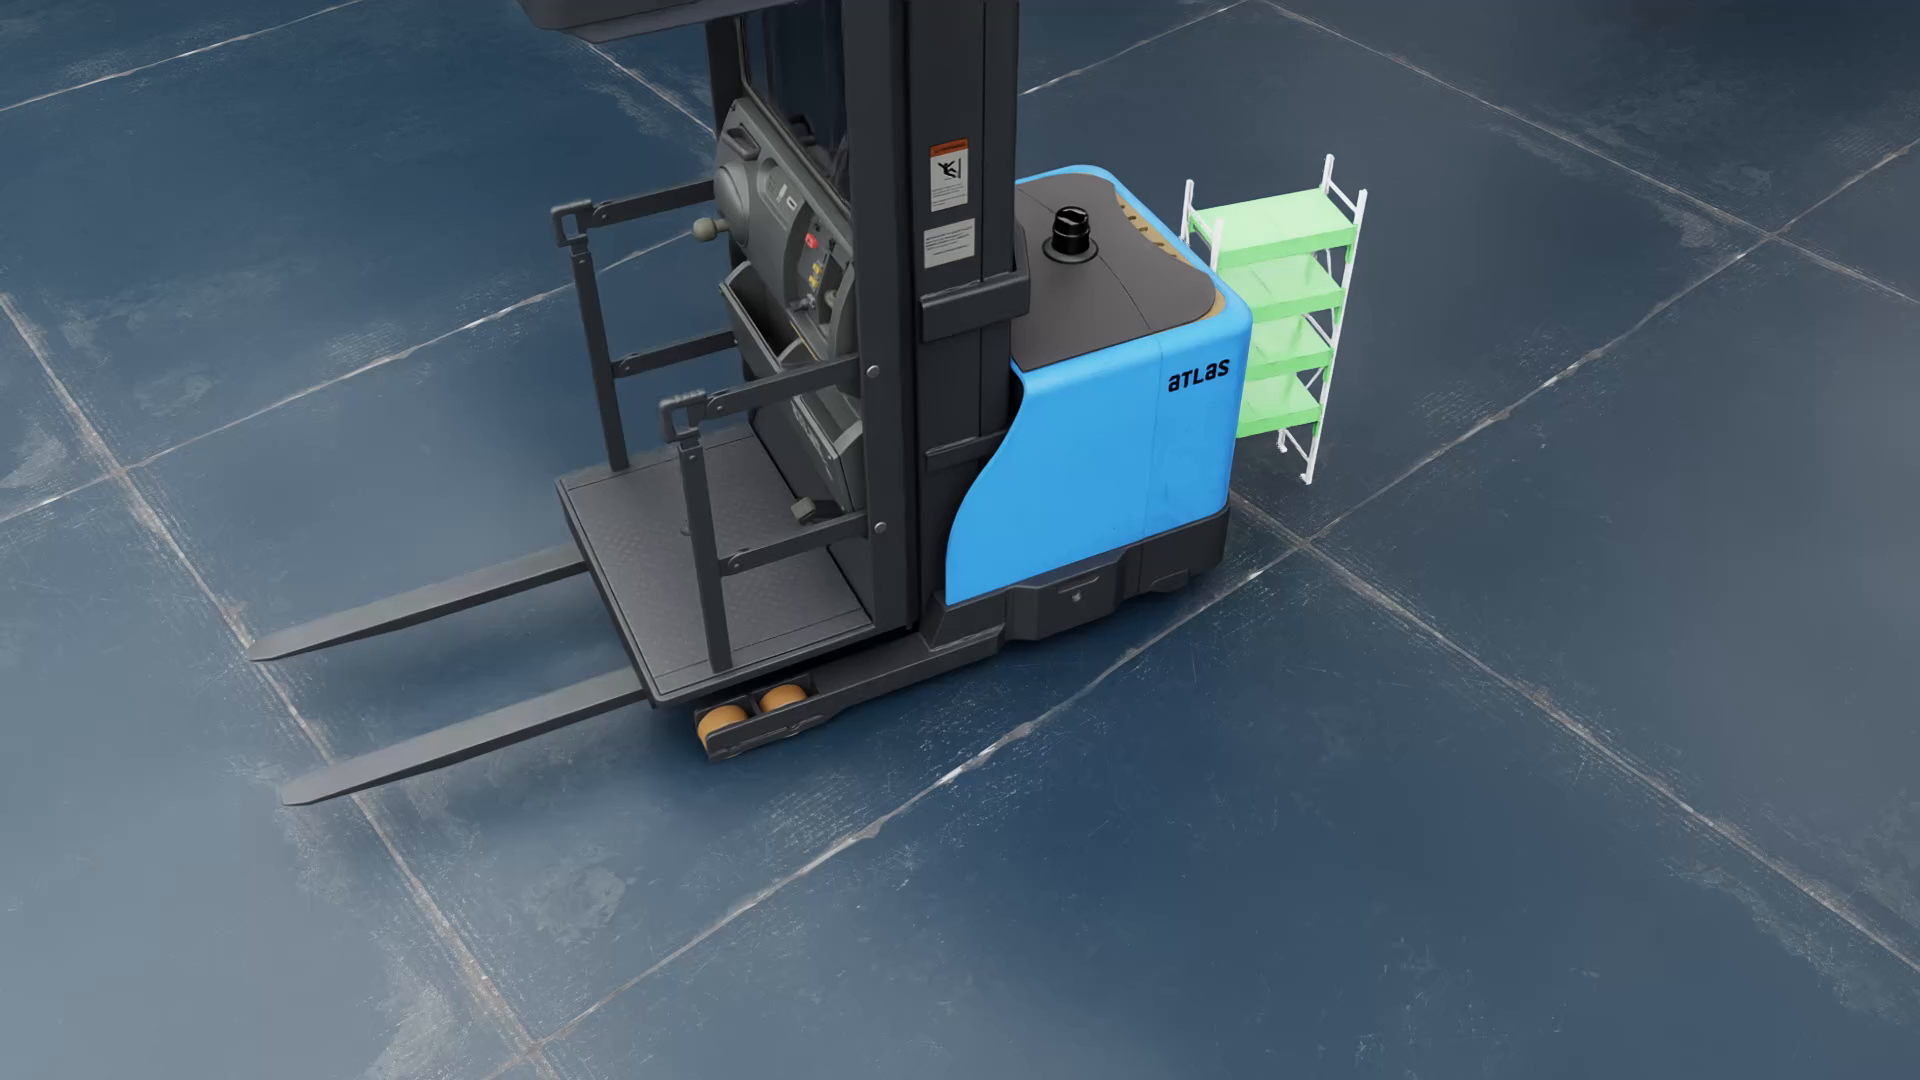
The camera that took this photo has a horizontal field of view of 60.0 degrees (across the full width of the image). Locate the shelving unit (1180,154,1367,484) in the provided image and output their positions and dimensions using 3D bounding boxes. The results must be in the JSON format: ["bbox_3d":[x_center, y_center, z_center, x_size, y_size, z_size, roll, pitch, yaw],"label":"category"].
[{"bbox_3d":[0.983,-0.663,5.579,0.503,1.200,0.258,-13,45,-13],"label":"shelving unit"}]

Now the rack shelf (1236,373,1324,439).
[{"bbox_3d":[0.983,-0.442,5.787,0.480,0.148,0.258,-13,45,-13],"label":"rack shelf"}]

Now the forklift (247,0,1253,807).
[{"bbox_3d":[-0.669,-0.820,4.483,3.031,2.935,1.130,-18,46,-18],"label":"forklift"}]

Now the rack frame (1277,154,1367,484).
[{"bbox_3d":[1.215,-0.715,5.635,0.015,1.200,0.240,-13,45,-13],"label":"rack frame"}]

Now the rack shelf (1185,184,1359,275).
[{"bbox_3d":[0.984,-0.966,5.294,0.480,0.148,0.258,-13,45,-13],"label":"rack shelf"}]

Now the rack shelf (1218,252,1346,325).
[{"bbox_3d":[0.984,-0.791,5.458,0.480,0.148,0.258,-13,45,-13],"label":"rack shelf"}]

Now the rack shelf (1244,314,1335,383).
[{"bbox_3d":[0.983,-0.616,5.623,0.480,0.148,0.258,-13,45,-13],"label":"rack shelf"}]

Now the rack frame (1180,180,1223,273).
[{"bbox_3d":[0.752,-0.610,5.523,0.015,1.200,0.240,-13,45,-13],"label":"rack frame"}]
